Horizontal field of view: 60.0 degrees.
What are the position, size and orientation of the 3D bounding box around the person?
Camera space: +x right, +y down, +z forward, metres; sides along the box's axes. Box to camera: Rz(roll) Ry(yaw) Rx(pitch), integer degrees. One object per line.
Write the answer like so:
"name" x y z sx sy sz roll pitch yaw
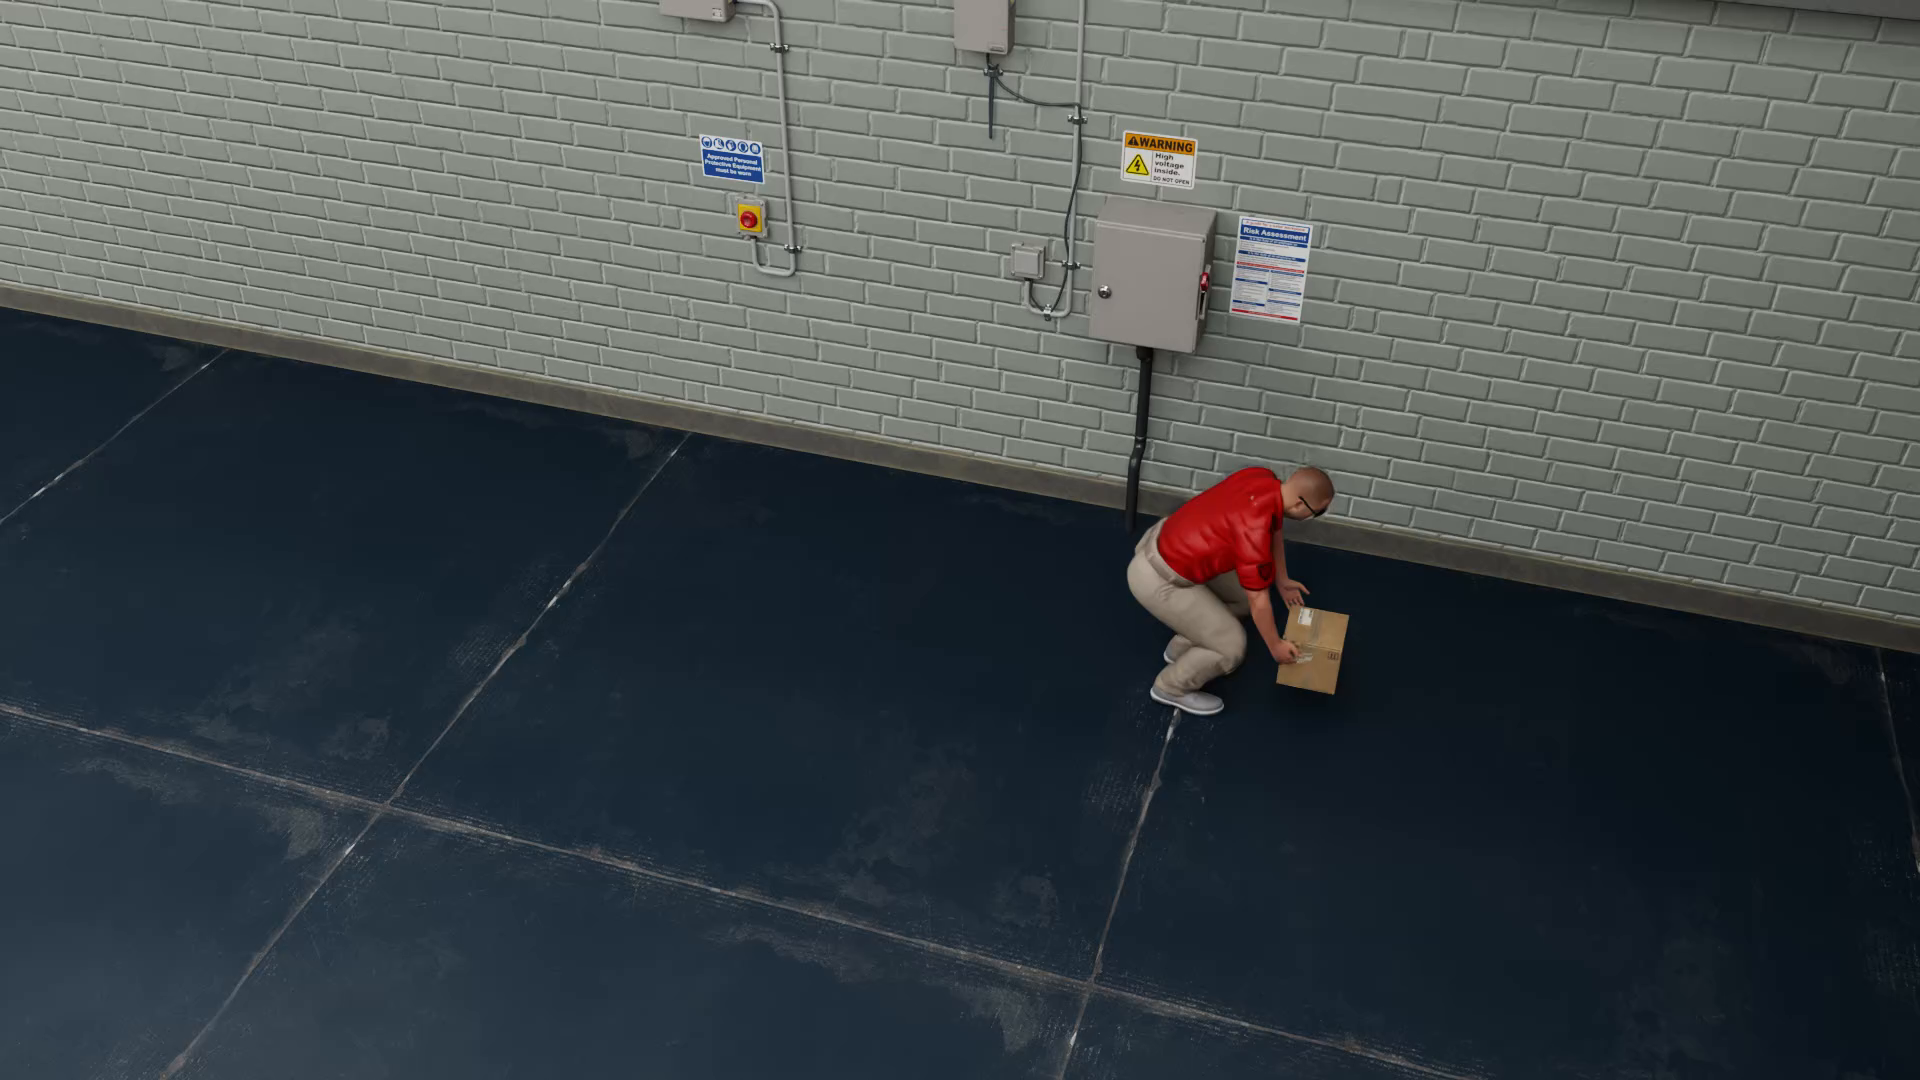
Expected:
"person" 1.134 0.156 7.137 0.798 1.208 0.581 11 38 14
